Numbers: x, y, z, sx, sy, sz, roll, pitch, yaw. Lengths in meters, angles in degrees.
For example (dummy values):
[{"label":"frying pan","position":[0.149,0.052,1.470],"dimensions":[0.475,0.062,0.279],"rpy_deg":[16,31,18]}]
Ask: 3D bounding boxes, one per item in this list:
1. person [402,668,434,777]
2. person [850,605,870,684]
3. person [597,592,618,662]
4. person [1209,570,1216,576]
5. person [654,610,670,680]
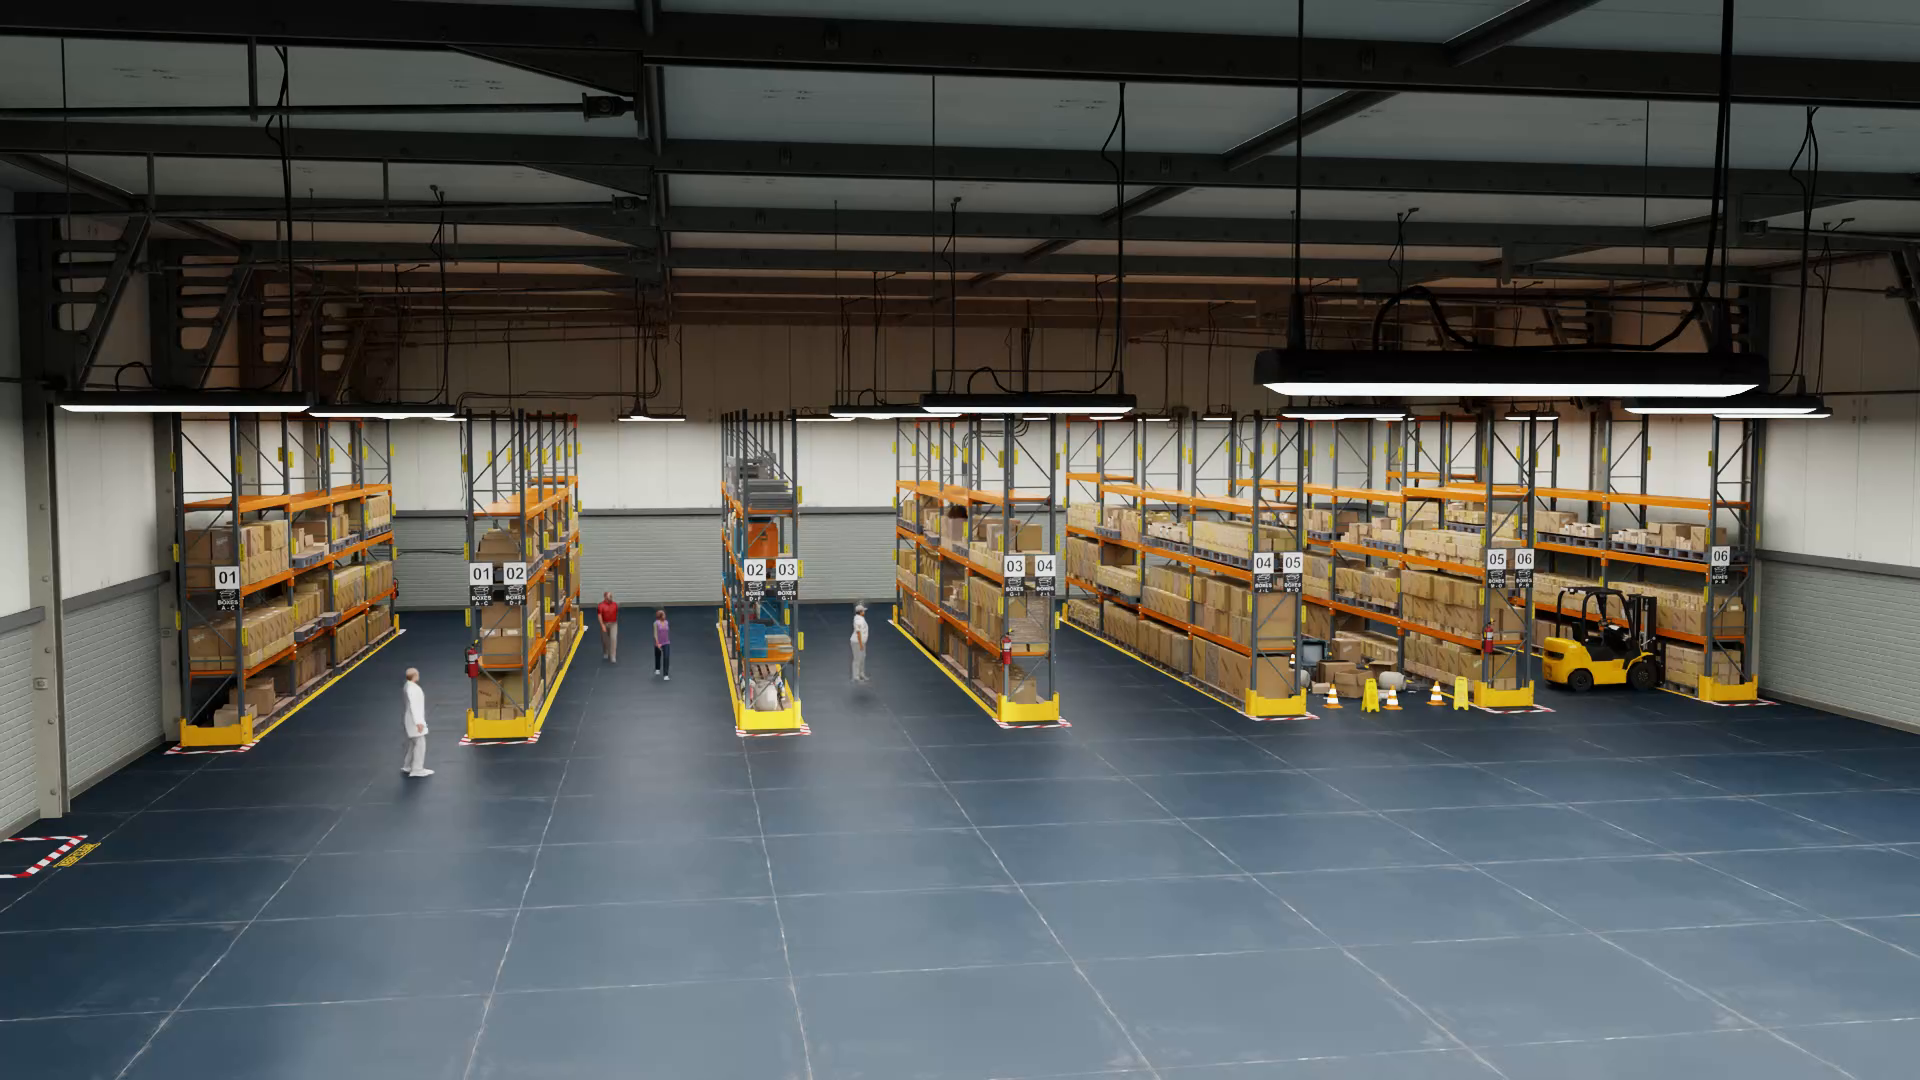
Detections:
[{"label":"person","position":[-8.868,2.983,27.117],"dimensions":[0.535,1.825,0.640],"rpy_deg":[-1,4,-11]},{"label":"person","position":[-2.165,2.232,35.892],"dimensions":[0.413,1.682,0.571],"rpy_deg":[0,4,1]},{"label":"person","position":[-8.475,2.085,39.995],"dimensions":[0.476,1.677,1.004],"rpy_deg":[-1,4,-10]},{"label":"person","position":[7.074,1.629,46.835],"dimensions":[0.440,1.671,0.476],"rpy_deg":[-1,4,-13]},{"label":"person","position":[-6.695,2.341,37.329],"dimensions":[0.379,1.548,0.889],"rpy_deg":[-1,4,-15]}]
